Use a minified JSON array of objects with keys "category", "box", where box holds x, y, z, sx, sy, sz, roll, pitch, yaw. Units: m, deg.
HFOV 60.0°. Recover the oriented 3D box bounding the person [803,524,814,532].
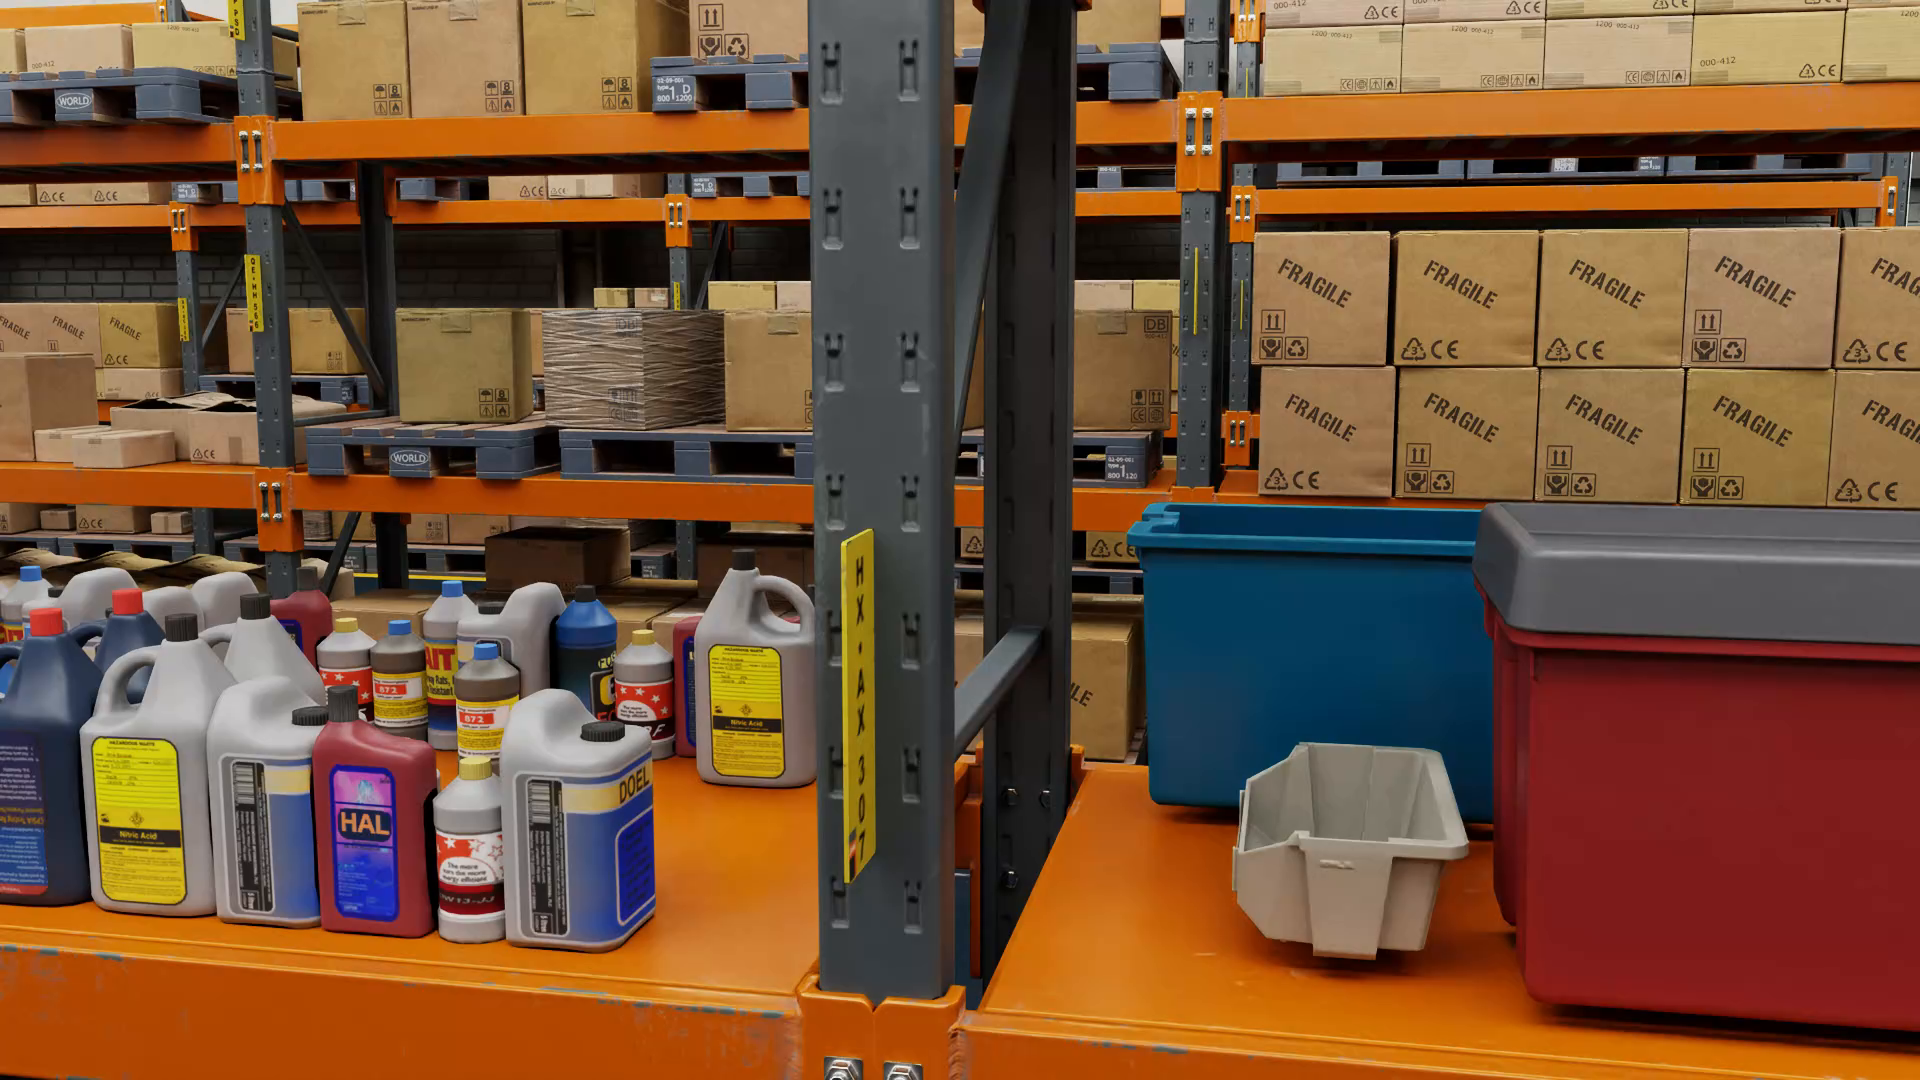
[{"category":"person","box":[-0.524,-0.080,8.852,0.582,1.750,0.505,1,8,9]}]
